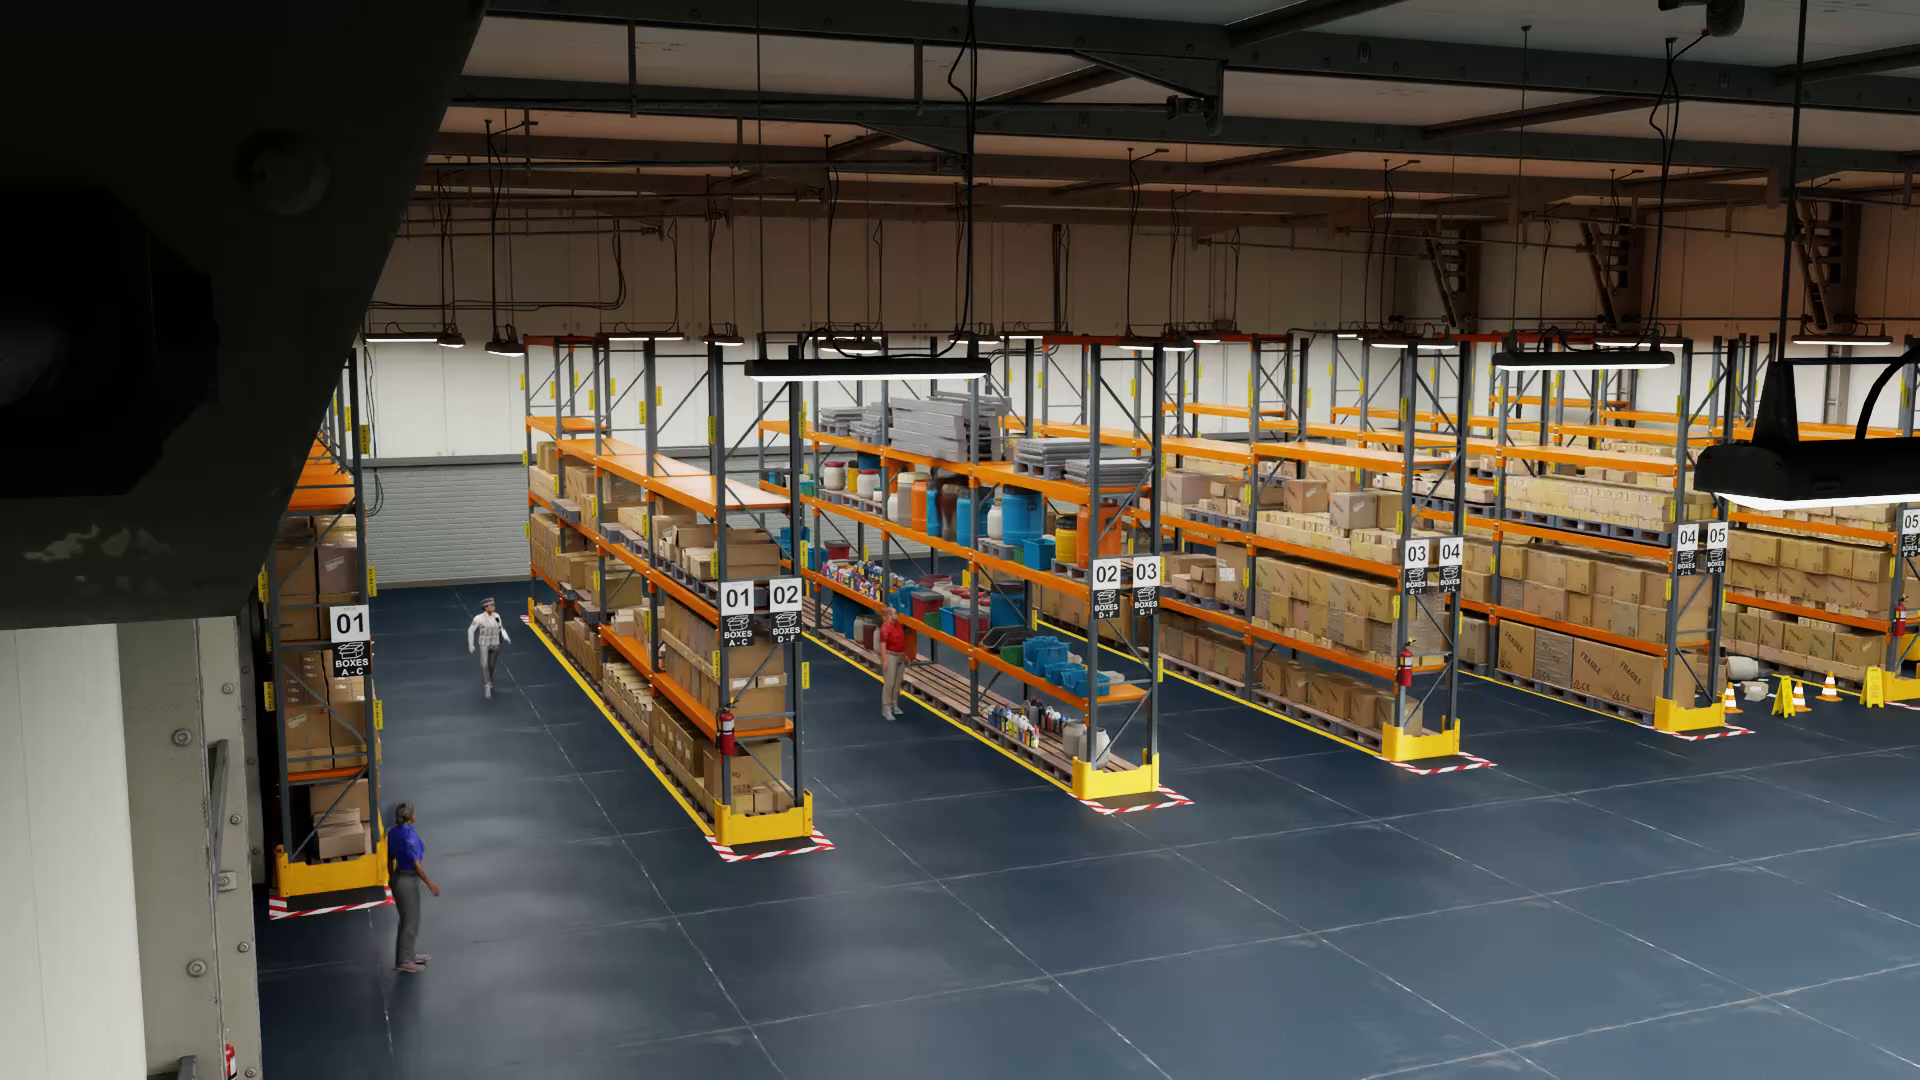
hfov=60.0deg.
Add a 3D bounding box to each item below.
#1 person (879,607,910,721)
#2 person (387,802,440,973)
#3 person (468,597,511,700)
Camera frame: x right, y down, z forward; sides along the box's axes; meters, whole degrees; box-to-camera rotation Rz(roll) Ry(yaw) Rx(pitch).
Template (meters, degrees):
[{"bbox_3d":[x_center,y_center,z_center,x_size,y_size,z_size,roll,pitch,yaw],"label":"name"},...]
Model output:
[{"bbox_3d":[-1.060,1.956,26.559,0.413,1.762,0.688,4,9,29],"label":"person"},{"bbox_3d":[-5.337,3.371,16.243,0.439,1.671,0.476,-4,9,-28],"label":"person"},{"bbox_3d":[-7.966,1.794,28.137,0.660,1.666,0.939,-3,8,-22],"label":"person"}]
